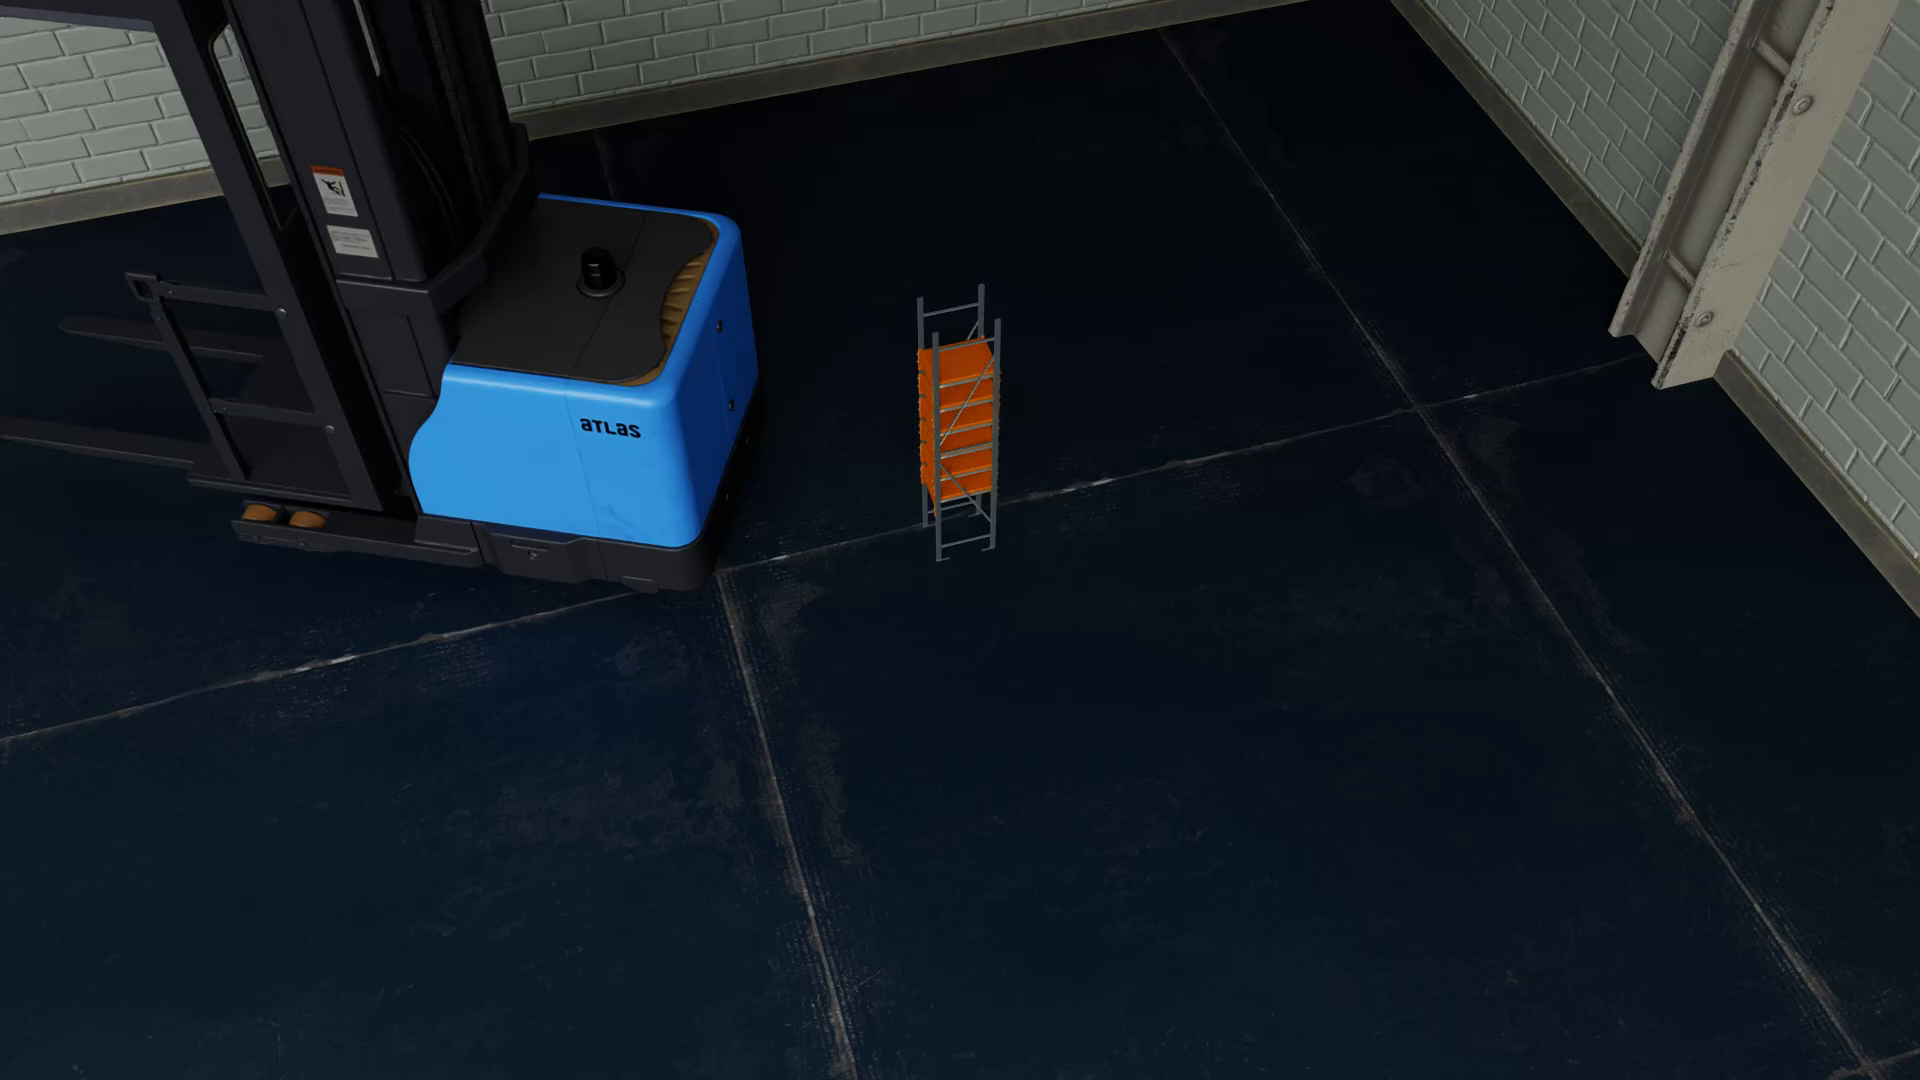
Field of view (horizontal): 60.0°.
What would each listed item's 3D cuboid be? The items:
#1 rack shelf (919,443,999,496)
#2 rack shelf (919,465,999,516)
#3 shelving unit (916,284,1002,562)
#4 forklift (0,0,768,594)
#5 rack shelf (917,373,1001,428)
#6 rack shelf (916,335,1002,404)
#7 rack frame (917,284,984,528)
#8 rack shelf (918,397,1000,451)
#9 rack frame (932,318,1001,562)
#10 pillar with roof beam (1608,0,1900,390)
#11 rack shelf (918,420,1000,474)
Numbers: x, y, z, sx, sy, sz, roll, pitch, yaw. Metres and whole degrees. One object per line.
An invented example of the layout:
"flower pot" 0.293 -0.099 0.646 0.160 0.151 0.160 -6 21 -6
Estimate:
"rack shelf" -0.004 -0.291 6.216 0.258 0.103 0.180 -13 51 -11
"rack shelf" -0.004 -0.214 6.307 0.258 0.103 0.180 -13 51 -11
"shelving unit" -0.004 -0.397 6.090 0.258 1.200 0.189 -13 51 -11
"forklift" -2.363 -1.290 5.710 3.031 2.935 1.130 8 50 6
"rack shelf" -0.004 -0.523 5.940 0.258 0.103 0.180 -13 51 -11
"rack shelf" -0.004 -0.601 5.849 0.258 0.103 0.180 -13 51 -11
"rack frame" -0.031 -0.464 6.146 0.240 1.200 0.006 -13 51 -11
"rack shelf" -0.004 -0.446 6.032 0.258 0.103 0.180 -13 51 -11
"rack frame" 0.023 -0.330 6.034 0.240 1.200 0.006 -13 51 -11
"pillar with roof beam" -1.056 -2.746 2.969 9.100 9.000 0.400 -13 51 -11
"rack shelf" -0.004 -0.369 6.124 0.258 0.103 0.180 -13 51 -11
